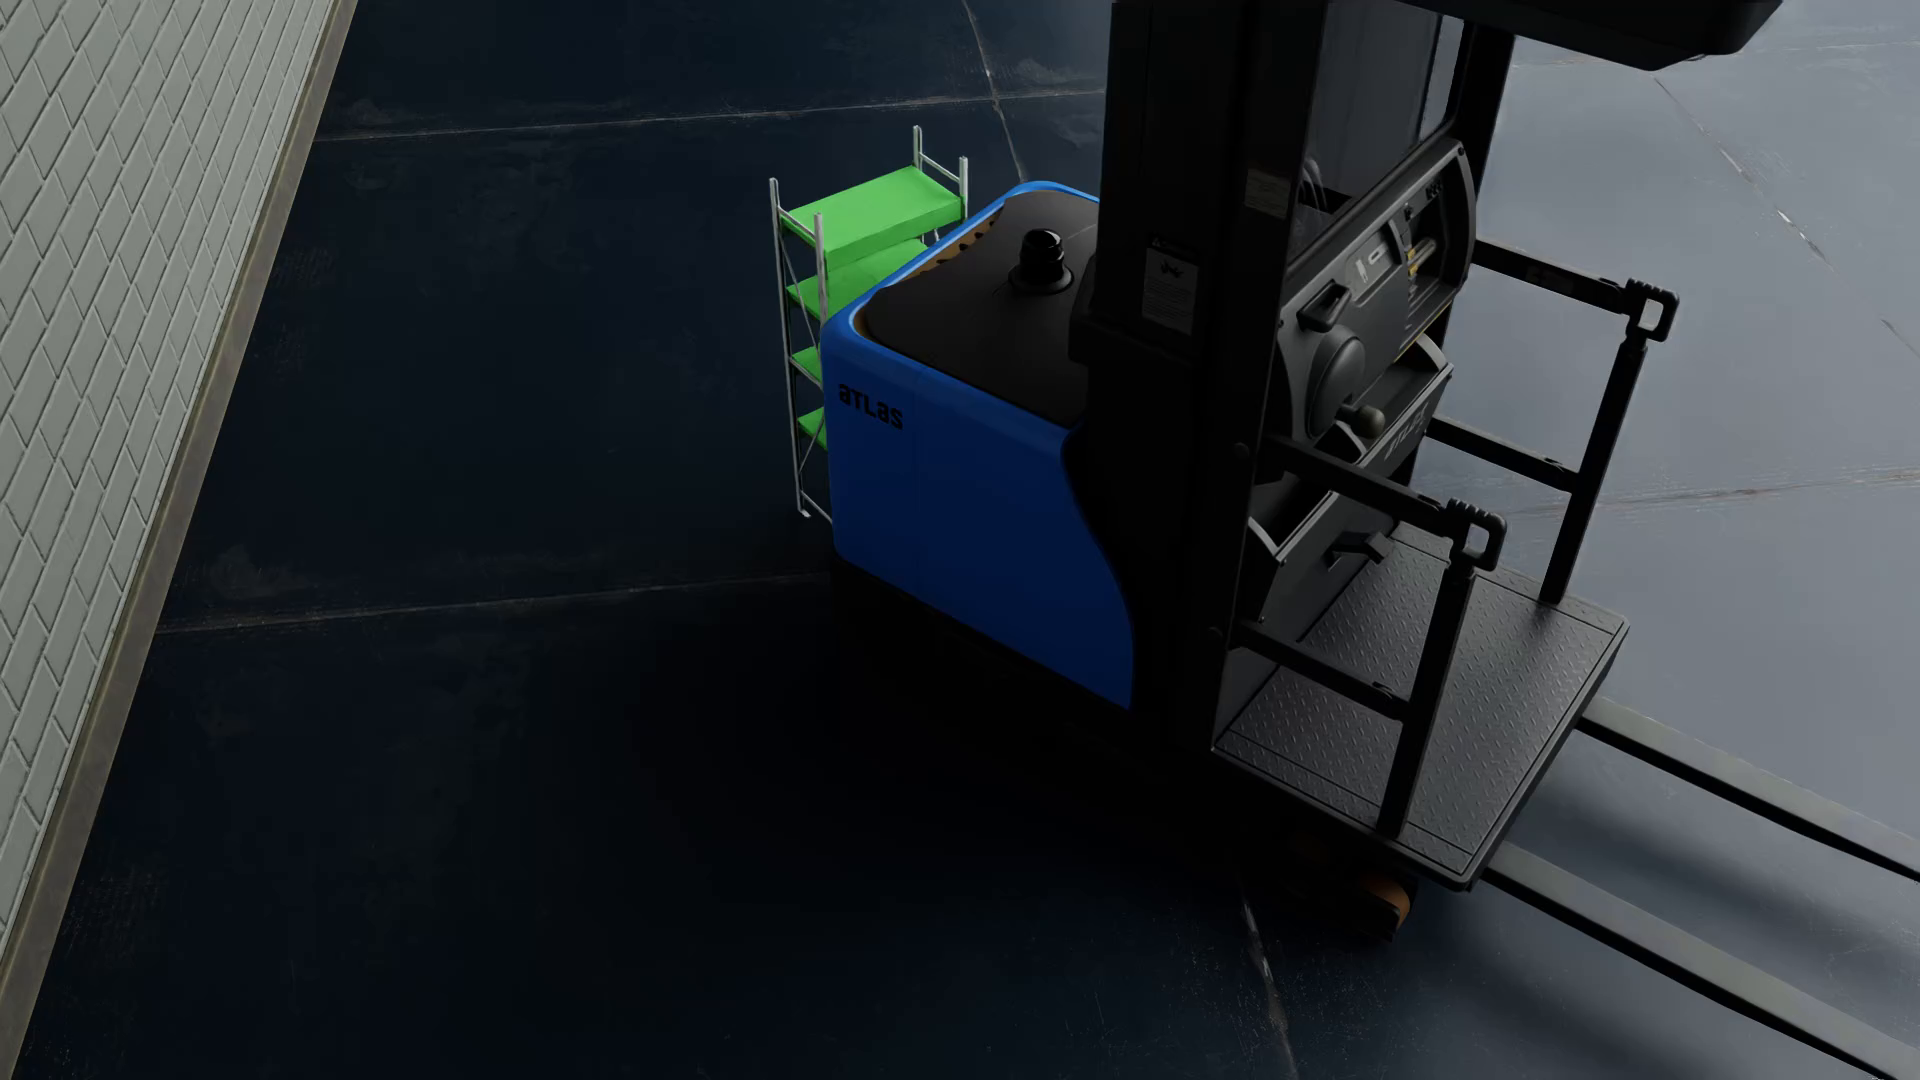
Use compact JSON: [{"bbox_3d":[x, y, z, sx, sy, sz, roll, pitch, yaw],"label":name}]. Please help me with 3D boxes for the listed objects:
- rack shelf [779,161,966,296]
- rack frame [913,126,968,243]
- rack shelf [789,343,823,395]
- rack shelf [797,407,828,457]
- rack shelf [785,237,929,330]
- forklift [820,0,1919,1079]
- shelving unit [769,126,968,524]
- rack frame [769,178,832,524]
[{"bbox_3d":[-0.251,-0.889,4.719,0.480,0.148,0.258,-27,49,-27],"label":"rack shelf"},{"bbox_3d":[-0.057,-0.679,5.107,0.015,1.200,0.240,-27,49,-27],"label":"rack frame"},{"bbox_3d":[-0.251,-0.533,5.040,0.480,0.148,0.258,-27,49,-27],"label":"rack shelf"},{"bbox_3d":[-0.251,-0.355,5.201,0.480,0.148,0.258,-27,49,-27],"label":"rack shelf"},{"bbox_3d":[-0.251,-0.711,4.879,0.480,0.148,0.258,-27,49,-27],"label":"rack shelf"},{"bbox_3d":[1.106,-0.507,3.624,3.031,2.935,1.130,27,48,26],"label":"forklift"},{"bbox_3d":[-0.251,-0.580,4.997,0.503,1.200,0.258,-27,49,-27],"label":"shelving unit"},{"bbox_3d":[-0.445,-0.481,4.888,0.015,1.200,0.240,-27,49,-27],"label":"rack frame"}]
